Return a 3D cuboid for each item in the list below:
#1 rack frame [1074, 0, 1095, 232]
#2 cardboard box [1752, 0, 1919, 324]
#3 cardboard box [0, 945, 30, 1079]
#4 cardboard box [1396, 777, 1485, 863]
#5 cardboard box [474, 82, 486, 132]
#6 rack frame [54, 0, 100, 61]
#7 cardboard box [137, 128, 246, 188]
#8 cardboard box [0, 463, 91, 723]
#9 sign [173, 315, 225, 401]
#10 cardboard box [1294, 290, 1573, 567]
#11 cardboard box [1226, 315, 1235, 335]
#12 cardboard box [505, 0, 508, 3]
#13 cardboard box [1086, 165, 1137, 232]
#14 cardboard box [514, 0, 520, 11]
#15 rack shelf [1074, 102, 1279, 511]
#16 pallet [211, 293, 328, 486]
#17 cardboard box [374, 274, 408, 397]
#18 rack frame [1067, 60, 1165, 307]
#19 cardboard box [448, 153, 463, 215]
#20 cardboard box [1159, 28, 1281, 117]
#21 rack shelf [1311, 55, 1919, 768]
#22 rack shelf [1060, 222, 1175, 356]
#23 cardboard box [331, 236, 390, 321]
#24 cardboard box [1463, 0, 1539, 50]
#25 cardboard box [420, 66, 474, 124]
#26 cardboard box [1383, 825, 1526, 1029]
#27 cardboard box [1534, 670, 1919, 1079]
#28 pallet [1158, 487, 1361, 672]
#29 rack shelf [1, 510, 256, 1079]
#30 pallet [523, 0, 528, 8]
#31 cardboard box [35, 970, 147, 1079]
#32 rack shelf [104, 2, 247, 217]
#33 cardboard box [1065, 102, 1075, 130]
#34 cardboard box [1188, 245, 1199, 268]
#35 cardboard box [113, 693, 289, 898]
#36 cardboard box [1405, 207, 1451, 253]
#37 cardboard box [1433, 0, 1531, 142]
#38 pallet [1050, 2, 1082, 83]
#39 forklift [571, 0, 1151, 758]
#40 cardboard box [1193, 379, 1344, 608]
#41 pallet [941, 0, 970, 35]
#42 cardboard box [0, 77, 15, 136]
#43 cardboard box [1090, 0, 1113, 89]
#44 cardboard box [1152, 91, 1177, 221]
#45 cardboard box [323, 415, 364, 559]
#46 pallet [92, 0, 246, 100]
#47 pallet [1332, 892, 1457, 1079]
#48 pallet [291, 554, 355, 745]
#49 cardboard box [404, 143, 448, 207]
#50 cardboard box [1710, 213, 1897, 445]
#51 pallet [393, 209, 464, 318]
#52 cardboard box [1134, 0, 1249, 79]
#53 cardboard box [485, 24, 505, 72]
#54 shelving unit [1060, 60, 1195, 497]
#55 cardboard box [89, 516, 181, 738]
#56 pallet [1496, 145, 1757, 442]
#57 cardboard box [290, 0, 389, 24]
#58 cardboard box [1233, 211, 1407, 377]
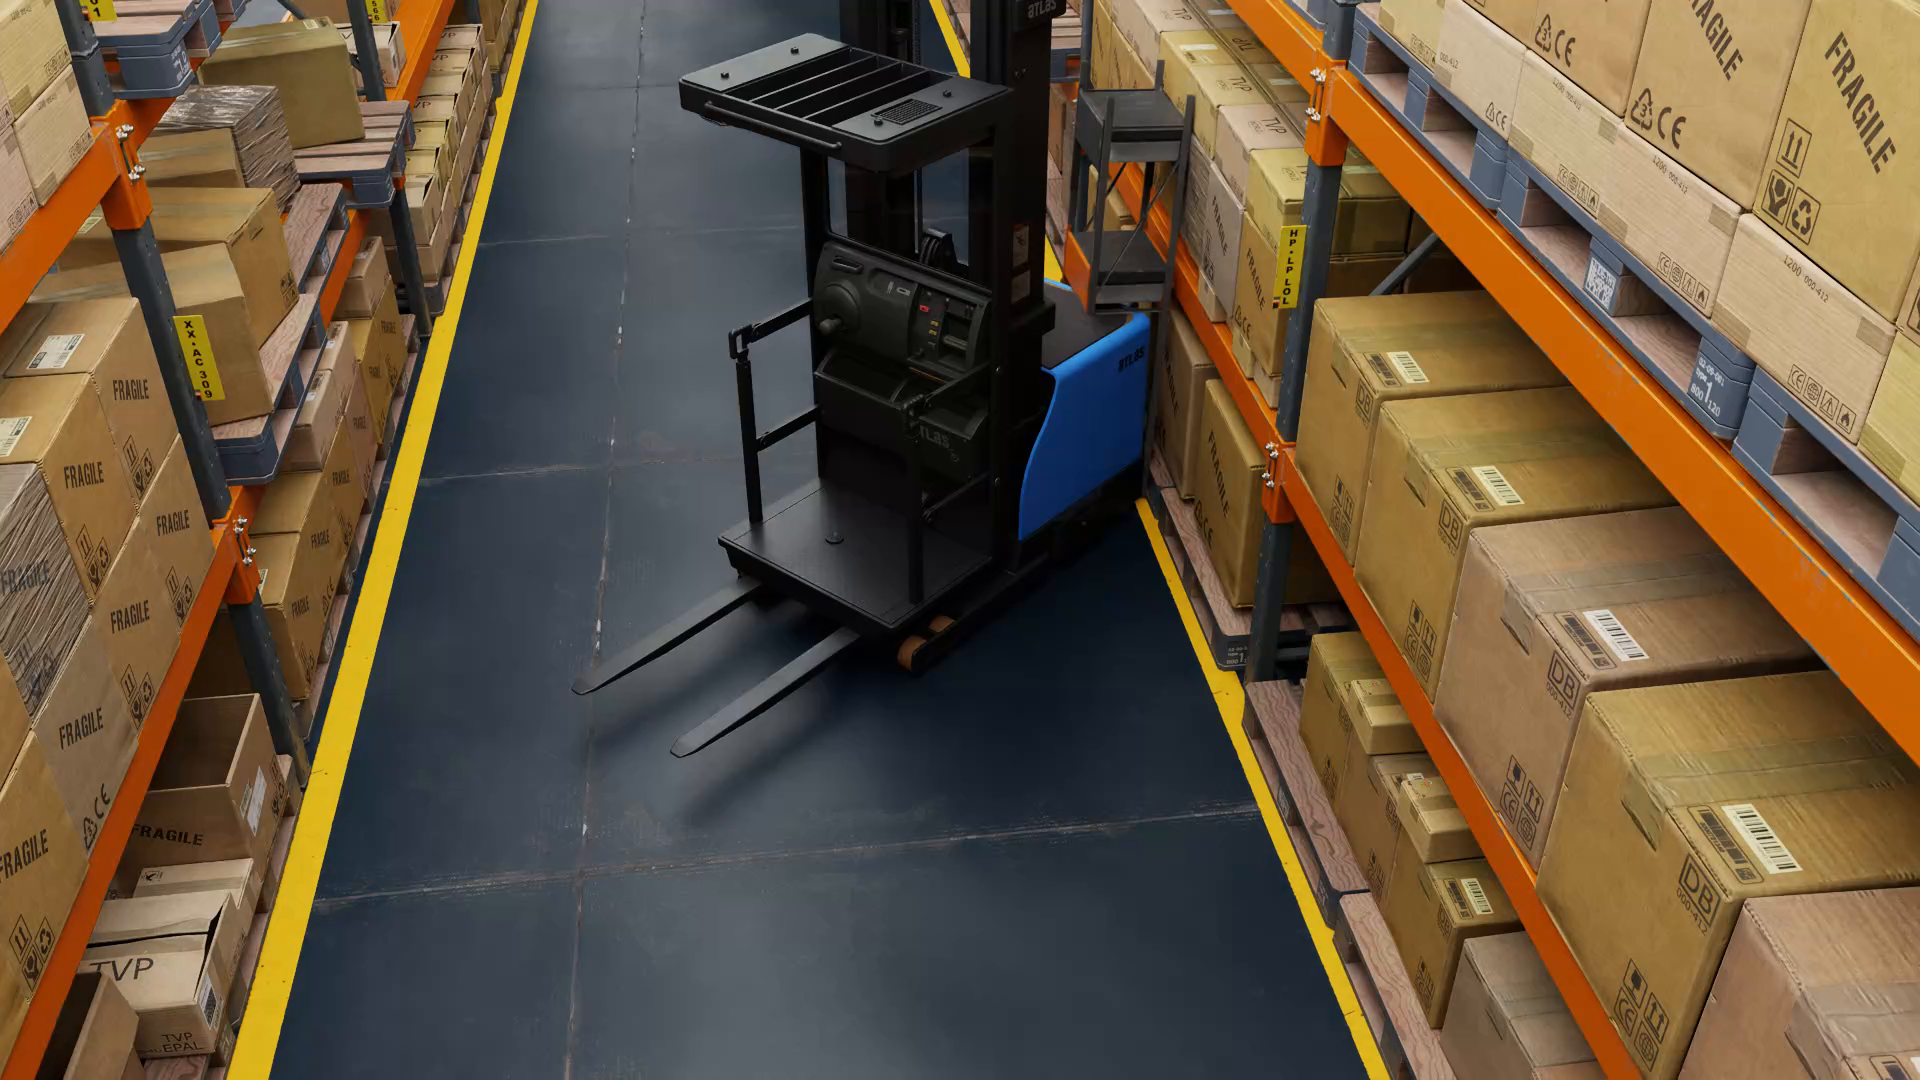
[{"bbox_3d":[1.208,-2.831,9.741,1.000,3.000,0.127,-4,35,-6],"label":"rack frame"},{"bbox_3d":[1.858,-0.737,3.010,0.500,0.500,0.500,-3,34,-5],"label":"cardboard box"},{"bbox_3d":[-2.562,1.134,3.834,0.500,0.500,0.500,-4,35,-7],"label":"cardboard box"},{"bbox_3d":[1.680,0.914,5.516,0.380,0.149,0.250,-5,35,-8],"label":"cardboard box"},{"bbox_3d":[-3.829,-3.231,12.397,0.500,0.250,0.500,-5,35,-7],"label":"cardboard box"},{"bbox_3d":[-3.163,-2.701,4.222,1.000,3.000,0.127,-4,35,-6],"label":"rack frame"},{"bbox_3d":[-3.461,-1.418,7.205,0.700,0.500,0.500,-13,36,-18],"label":"cardboard box"},{"bbox_3d":[-2.699,0.153,4.385,0.500,0.500,0.500,-4,34,-6],"label":"cardboard box"},{"bbox_3d":[-2.626,-0.625,5.735,0.100,0.325,0.005,-4,35,-6],"label":"sign"},{"bbox_3d":[1.802,-0.419,5.935,0.980,0.700,0.700,-4,34,-6],"label":"cardboard box"},{"bbox_3d":[1.372,-0.958,7.197,0.380,0.149,0.250,-3,34,-5],"label":"cardboard box"},{"bbox_3d":[-4.125,-4.874,14.141,0.500,0.500,0.500,-4,35,-6],"label":"cardboard box"},{"bbox_3d":[1.176,-1.696,9.611,0.750,0.750,0.750,-5,35,-7],"label":"cardboard box"},{"bbox_3d":[-4.198,-4.842,14.761,0.500,0.250,0.500,-4,35,-6],"label":"cardboard box"},{"bbox_3d":[1.477,-1.418,8.306,1.077,0.370,4.000,-4,35,-6],"label":"rack shelf"},{"bbox_3d":[-3.162,-0.597,6.632,1.003,0.211,1.213,-4,35,-6],"label":"pallet"},{"bbox_3d":[-3.342,-1.099,9.027,0.500,0.500,0.500,-3,34,-5],"label":"cardboard box"},{"bbox_3d":[0.712,-1.354,8.304,0.400,2.100,0.015,-4,34,-10],"label":"rack frame"},{"bbox_3d":[-3.624,-2.376,11.141,0.500,0.250,0.500,-5,35,-8],"label":"cardboard box"},{"bbox_3d":[1.232,-2.178,7.745,0.500,0.250,0.500,-5,35,-7],"label":"cardboard box"},{"bbox_3d":[2.014,-0.425,4.185,1.077,0.370,4.000,-4,35,-6],"label":"rack shelf"},{"bbox_3d":[0.755,-1.207,8.113,0.431,0.518,0.480,-4,34,-10],"label":"rack shelf"},{"bbox_3d":[-3.330,-1.377,8.771,0.500,0.250,0.500,-3,34,-5],"label":"cardboard box"},{"bbox_3d":[1.639,-1.596,4.270,0.500,0.500,0.500,-5,35,-7],"label":"cardboard box"},{"bbox_3d":[-3.759,-3.182,11.827,0.500,0.311,0.500,-4,35,-7],"label":"cardboard box"},{"bbox_3d":[1.876,1.253,5.595,0.700,0.500,0.500,-4,34,-5],"label":"cardboard box"},{"bbox_3d":[2.096,0.820,4.116,0.980,0.700,0.700,-5,35,-7],"label":"cardboard box"},{"bbox_3d":[1.567,0.128,7.874,1.003,0.211,1.213,-4,35,-6],"label":"pallet"},{"bbox_3d":[-2.894,1.192,4.477,1.077,0.370,4.000,-4,35,-6],"label":"rack shelf"},{"bbox_3d":[-4.632,-5.342,15.902,1.003,0.211,1.213,-4,35,-6],"label":"pallet"},{"bbox_3d":[-2.905,1.676,4.953,0.797,0.503,0.637,-4,35,-6],"label":"cardboard box"},{"bbox_3d":[-3.432,-2.280,6.907,1.077,0.370,4.000,-4,35,-6],"label":"rack shelf"},{"bbox_3d":[1.105,-2.674,11.339,0.700,0.500,0.500,-4,35,-6],"label":"cardboard box"},{"bbox_3d":[1.292,-1.383,7.821,0.380,0.149,0.250,-5,35,-8],"label":"cardboard box"},{"bbox_3d":[-2.805,0.926,6.057,0.500,0.500,0.500,-4,35,-6],"label":"cardboard box"},{"bbox_3d":[1.942,-1.358,6.542,0.500,0.250,0.500,-3,34,-5],"label":"cardboard box"},{"bbox_3d":[1.632,-1.300,4.502,0.500,0.250,0.500,-5,35,-7],"label":"cardboard box"},{"bbox_3d":[1.006,-3.141,10.366,1.213,0.211,1.003,-4,35,-6],"label":"pallet"},{"bbox_3d":[-0.401,-0.940,7.027,1.130,2.935,3.031,25,42,32],"label":"forklift"},{"bbox_3d":[1.529,-0.237,7.470,0.750,0.750,0.750,-4,34,-6],"label":"cardboard box"},{"bbox_3d":[0.377,-4.965,15.349,1.003,0.211,1.213,-4,35,-6],"label":"pallet"},{"bbox_3d":[-2.764,-1.076,4.191,0.500,0.250,0.500,-4,35,-6],"label":"cardboard box"},{"bbox_3d":[1.019,-2.713,9.197,0.500,0.500,0.500,-3,34,-5],"label":"cardboard box"},{"bbox_3d":[1.224,-1.853,7.935,0.500,0.500,0.500,-3,34,-5],"label":"cardboard box"},{"bbox_3d":[-3.129,-0.235,7.761,0.500,0.500,0.500,-4,34,-6],"label":"cardboard box"},{"bbox_3d":[-3.181,-1.753,5.662,1.213,0.211,1.003,-4,35,-6],"label":"pallet"},{"bbox_3d":[1.938,1.666,5.618,1.003,0.211,1.213,-4,35,-6],"label":"pallet"},{"bbox_3d":[-3.310,0.480,7.359,1.003,0.211,1.213,-4,35,-6],"label":"pallet"},{"bbox_3d":[-3.559,-2.330,10.576,0.500,0.311,0.500,-5,35,-8],"label":"cardboard box"},{"bbox_3d":[1.851,-0.438,3.237,0.500,0.250,0.500,-6,35,-8],"label":"cardboard box"},{"bbox_3d":[-3.773,-1.764,10.651,1.003,0.211,1.213,-4,35,-6],"label":"pallet"},{"bbox_3d":[1.157,-2.462,8.163,0.500,0.250,0.500,-4,34,-6],"label":"cardboard box"},{"bbox_3d":[-4.001,-4.005,13.532,0.500,0.250,0.500,-4,35,-6],"label":"cardboard box"},{"bbox_3d":[0.755,-1.219,8.105,0.431,2.100,0.503,-4,34,-10],"label":"shelving unit"},{"bbox_3d":[-2.770,0.284,5.081,0.500,0.500,0.500,-3,34,-5],"label":"cardboard box"},{"bbox_3d":[2.006,-0.665,3.978,1.003,0.211,1.213,-4,35,-6],"label":"pallet"},{"bbox_3d":[-3.942,-3.430,10.531,0.500,0.500,0.500,-6,35,-9],"label":"cardboard box"},{"bbox_3d":[1.434,-1.010,6.698,0.500,0.500,0.500,-5,35,-7],"label":"cardboard box"}]
